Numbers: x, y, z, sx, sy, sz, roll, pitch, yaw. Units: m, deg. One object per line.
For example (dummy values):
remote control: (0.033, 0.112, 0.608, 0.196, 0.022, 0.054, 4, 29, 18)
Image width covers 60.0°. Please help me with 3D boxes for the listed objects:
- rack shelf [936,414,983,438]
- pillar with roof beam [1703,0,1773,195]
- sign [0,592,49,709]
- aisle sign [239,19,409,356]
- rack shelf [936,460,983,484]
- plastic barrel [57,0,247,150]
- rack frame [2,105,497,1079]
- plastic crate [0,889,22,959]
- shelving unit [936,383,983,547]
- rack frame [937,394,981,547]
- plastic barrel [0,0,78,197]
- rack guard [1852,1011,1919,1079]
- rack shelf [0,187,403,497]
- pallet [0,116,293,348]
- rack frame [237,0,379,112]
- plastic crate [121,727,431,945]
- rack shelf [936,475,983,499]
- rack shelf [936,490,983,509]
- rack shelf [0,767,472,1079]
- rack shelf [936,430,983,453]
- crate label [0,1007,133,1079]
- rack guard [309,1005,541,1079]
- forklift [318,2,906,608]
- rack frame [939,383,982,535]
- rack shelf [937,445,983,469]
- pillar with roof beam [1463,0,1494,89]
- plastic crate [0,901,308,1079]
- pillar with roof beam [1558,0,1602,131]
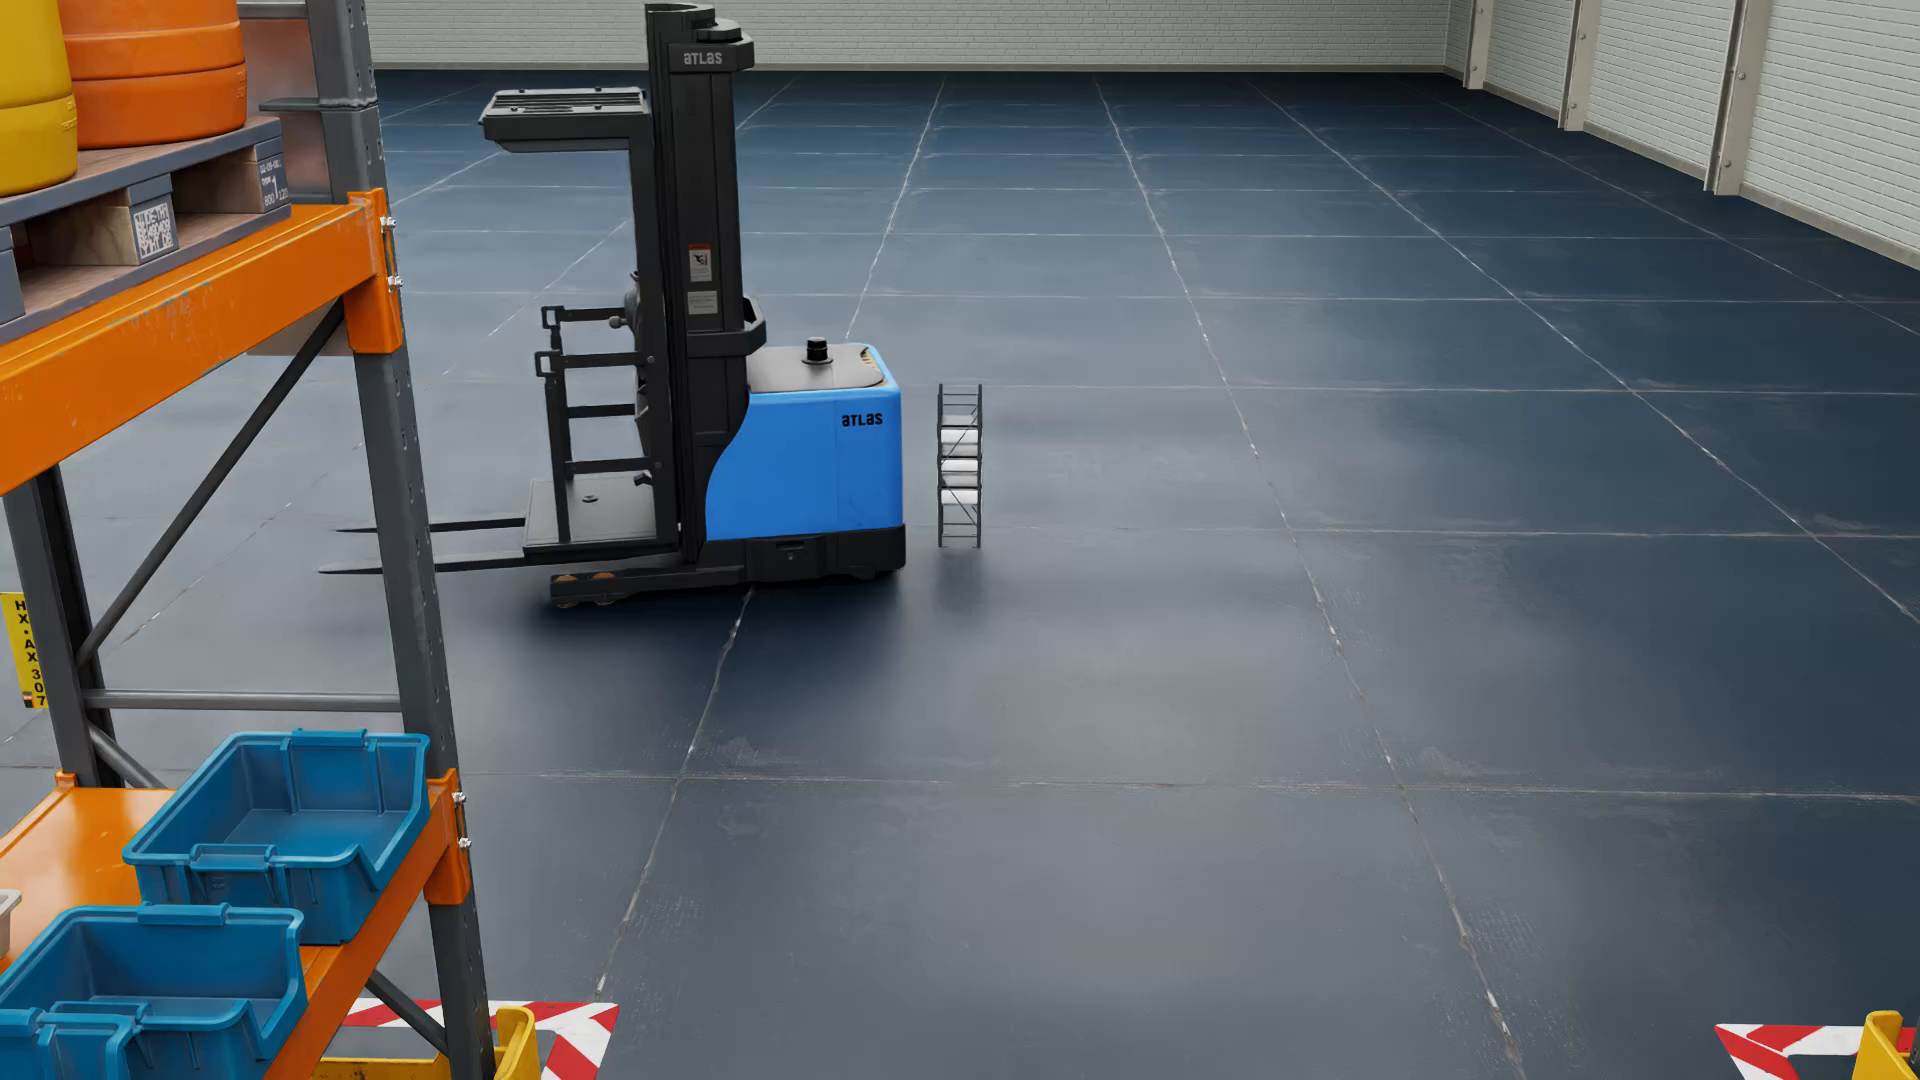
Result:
rack shelf: (0.000, -0.637, 9.273, 0.258, 0.077, 0.200, 1, 21, 2)
pillar with roof beam: (5.161, -8.559, 19.147, 9.100, 9.000, 0.400, 1, 21, 2)
sign: (-2.379, 0.285, 4.264, 0.100, 0.325, 0.005, 1, 21, 2)
aisle sign: (-1.530, -0.813, 3.883, 0.394, 0.787, 0.004, 1, 21, 2)
rack shelf: (0.000, -0.386, 9.371, 0.258, 0.077, 0.200, 1, 21, 2)
plastic barrel: (-1.717, -1.195, 3.142, 0.600, 0.830, 0.708, 1, 21, 2)
rack frame: (-1.829, 0.422, 4.294, 1.000, 3.000, 0.127, 1, 21, 2)
plastic crate: (-2.178, 0.865, 3.517, 0.298, 0.136, 0.250, 1, 21, 2)
shelving unit: (0.000, -0.417, 9.359, 0.258, 0.900, 0.210, 1, 21, 2)
rack frame: (-0.003, -0.380, 9.264, 0.240, 0.900, 0.006, 1, 21, 2)
plastic barrel: (-1.737, -0.846, 2.576, 0.600, 0.588, 0.600, 0, 21, 0)
rack guard: (3.122, 1.635, 4.625, 1.175, 0.500, 0.348, 1, 21, 2)
rack shelf: (-1.890, 0.082, 2.018, 1.077, 0.370, 4.000, 1, 21, 2)
pallet: (-1.952, -0.590, 3.018, 1.003, 0.211, 1.213, 1, 21, 2)
rack frame: (-1.829, -2.375, 3.209, 1.000, 3.000, 0.127, 1, 21, 2)
plastic crate: (-1.545, 0.676, 3.846, 0.499, 0.251, 0.616, 1, 21, 2)
rack shelf: (0.000, -0.302, 9.403, 0.258, 0.077, 0.200, 1, 21, 2)
rack shelf: (0.000, -0.218, 9.436, 0.258, 0.077, 0.200, 1, 21, 2)
rack shelf: (-1.890, 1.481, 2.561, 1.077, 0.370, 4.000, 1, 21, 2)
rack shelf: (0.000, -0.553, 9.306, 0.258, 0.077, 0.200, 1, 21, 2)
crate label: (-1.615, 1.074, 2.565, 0.502, 0.435, 0.616, 1, 21, 2)
rack guard: (-1.785, 1.615, 4.674, 1.175, 0.500, 0.348, 1, 21, 2)
forklift: (-1.863, -1.222, 8.625, 3.031, 2.935, 1.130, -4, 22, -11)
rack frame: (0.003, -0.453, 9.453, 0.240, 0.900, 0.006, 1, 21, 2)
rack shelf: (0.000, -0.469, 9.338, 0.258, 0.077, 0.200, 1, 21, 2)
pillar with roof beam: (5.526, -12.897, 30.329, 9.100, 9.000, 0.400, 1, 21, 2)
plastic crate: (-1.571, 0.910, 3.241, 0.499, 0.251, 0.408, 1, 21, 2)
pillar with roof beam: (5.343, -10.728, 24.738, 9.100, 9.000, 0.400, 1, 21, 2)
